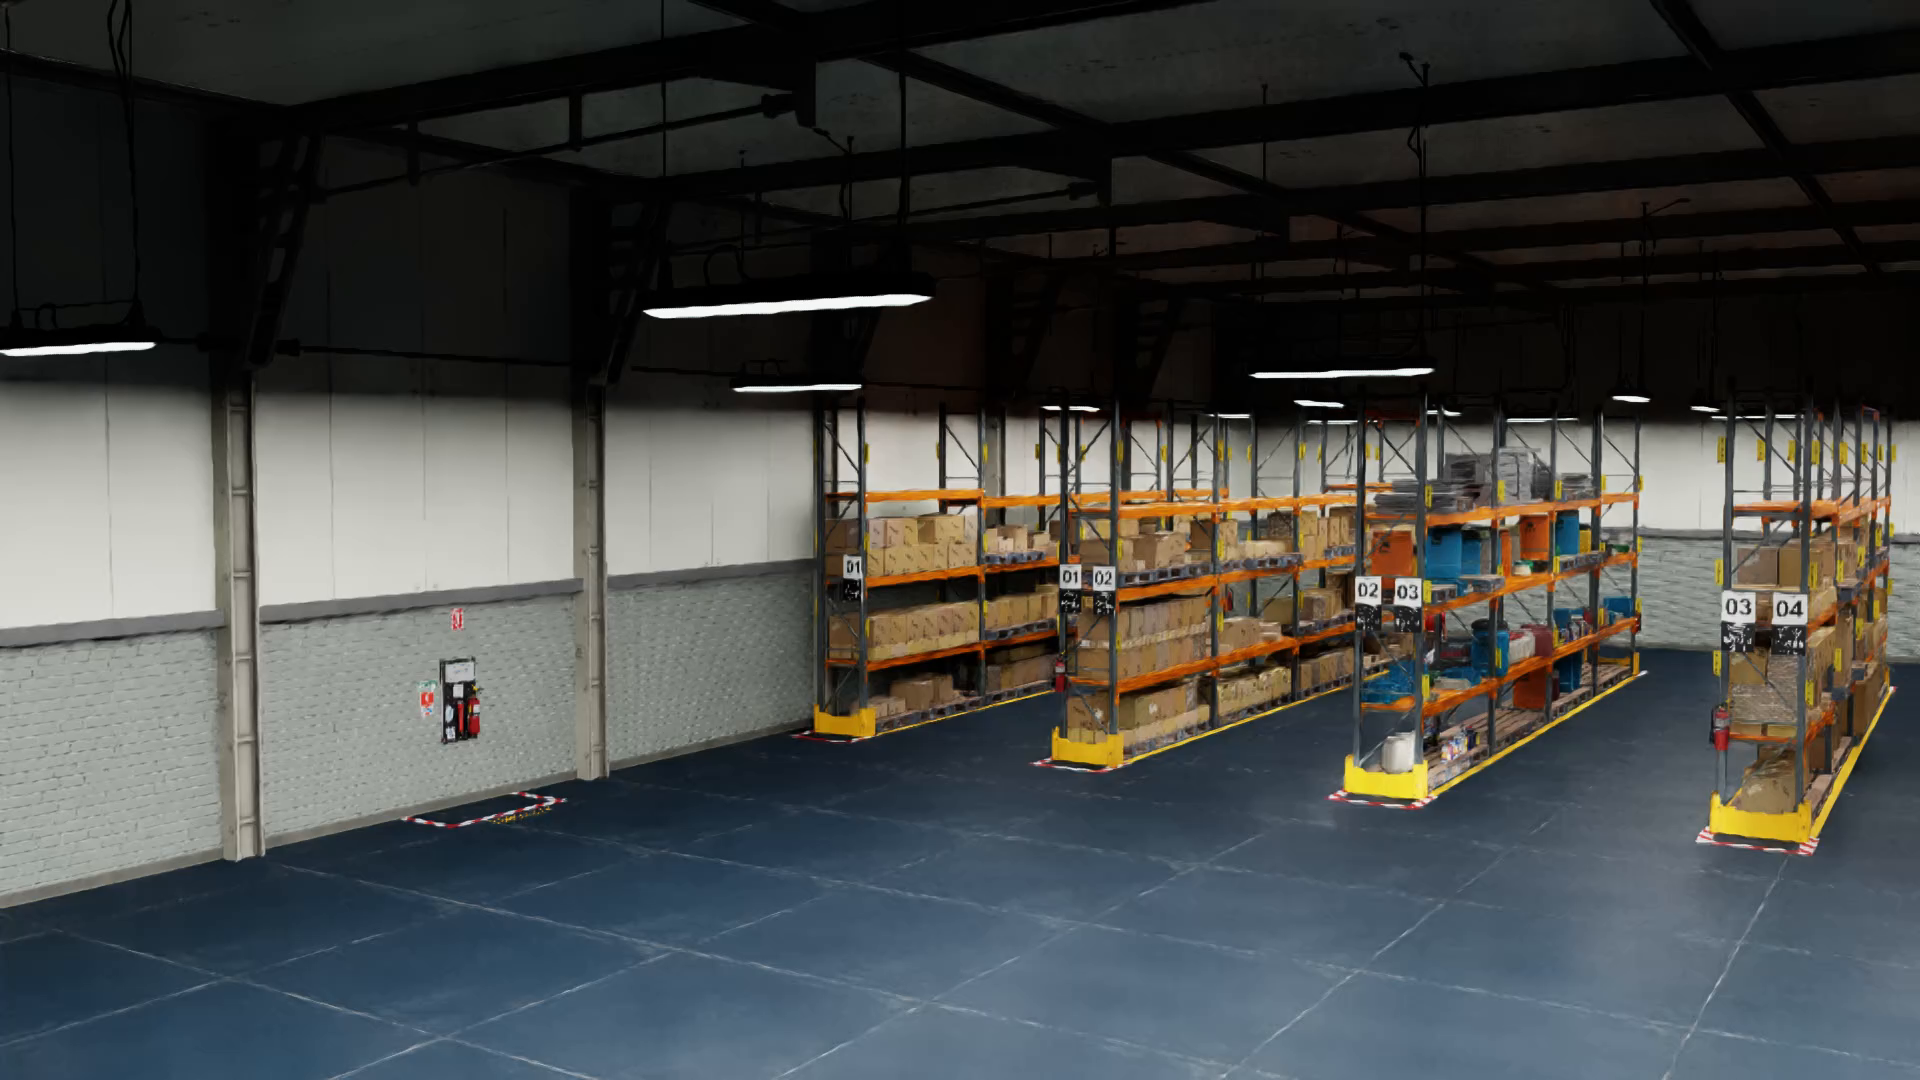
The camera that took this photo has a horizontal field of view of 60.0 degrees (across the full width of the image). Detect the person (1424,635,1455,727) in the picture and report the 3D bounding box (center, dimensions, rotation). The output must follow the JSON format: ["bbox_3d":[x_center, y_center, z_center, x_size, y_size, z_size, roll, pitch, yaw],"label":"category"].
[{"bbox_3d":[8.789,2.558,30.322,0.682,1.715,0.542,2,4,31],"label":"person"}]

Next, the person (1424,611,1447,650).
[{"bbox_3d":[10.827,2.165,38.068,0.542,1.645,1.126,2,4,34],"label":"person"}]
